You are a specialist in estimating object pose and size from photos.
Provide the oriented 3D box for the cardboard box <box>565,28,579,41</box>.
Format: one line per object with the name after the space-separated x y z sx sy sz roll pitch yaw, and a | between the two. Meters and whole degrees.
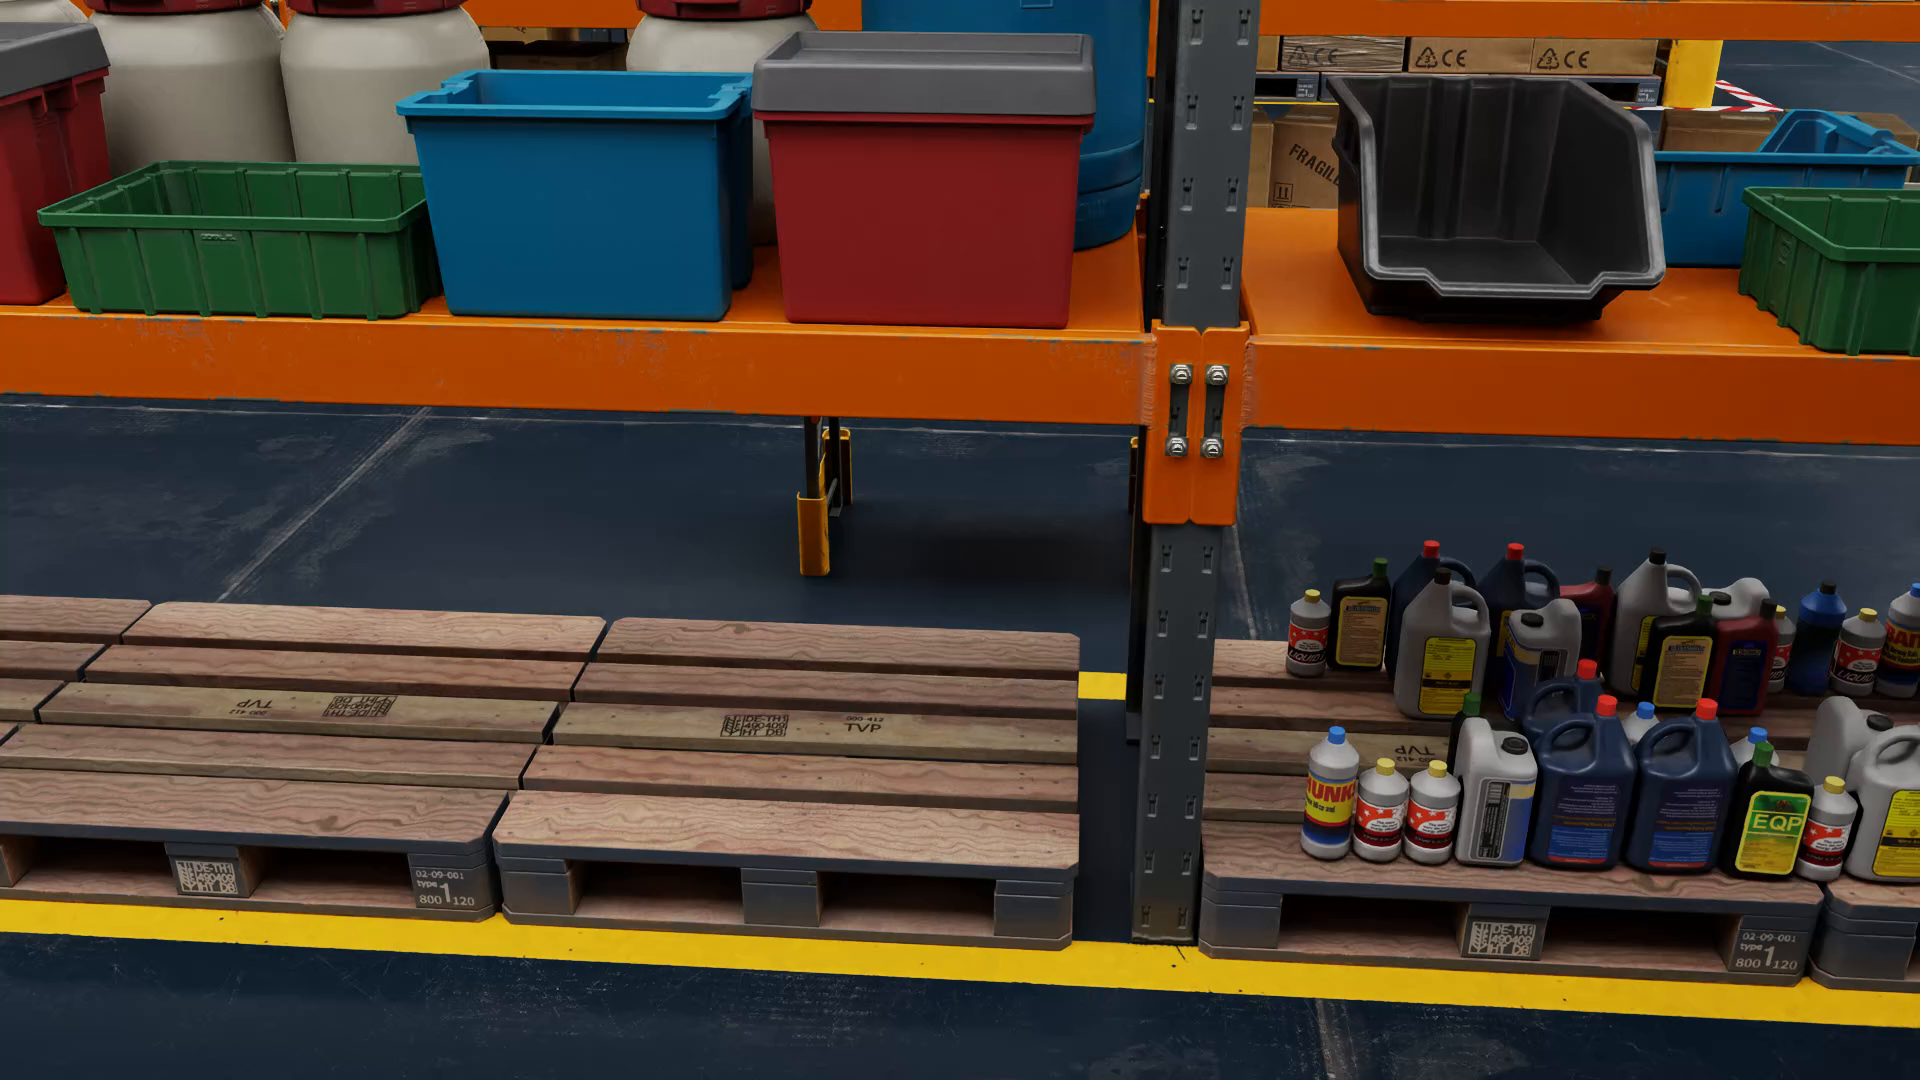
-3.358 -4.177 13.226 0.500 0.500 0.500 1 25 2 | cardboard box

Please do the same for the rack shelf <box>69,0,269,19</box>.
-5.147 -2.666 8.315 4.000 0.370 1.077 2 25 4 | rack shelf

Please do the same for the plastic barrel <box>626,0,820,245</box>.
-0.481 -0.920 3.498 0.433 0.535 0.433 0 25 0 | plastic barrel

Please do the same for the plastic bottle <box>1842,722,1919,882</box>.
1.841 0.486 3.248 0.185 0.351 0.144 2 25 4 | plastic bottle

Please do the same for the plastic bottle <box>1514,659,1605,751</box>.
1.240 0.406 3.421 0.185 0.351 0.144 2 25 4 | plastic bottle

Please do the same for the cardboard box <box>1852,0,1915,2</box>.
4.021 -2.476 7.343 0.250 0.149 0.380 2 25 4 | cardboard box

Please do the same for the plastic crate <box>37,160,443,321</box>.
-1.302 -0.578 3.171 0.662 0.188 0.450 2 25 4 | plastic crate

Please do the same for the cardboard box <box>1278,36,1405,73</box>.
2.837 -4.013 12.423 0.875 0.875 0.875 2 25 4 | cardboard box

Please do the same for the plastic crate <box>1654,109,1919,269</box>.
1.581 -0.746 3.461 0.616 0.251 0.499 2 25 4 | plastic crate

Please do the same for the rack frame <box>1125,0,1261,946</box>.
0.456 -0.736 3.261 0.127 3.000 1.000 2 25 4 | rack frame

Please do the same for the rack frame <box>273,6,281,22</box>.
-3.153 -2.928 8.026 0.127 3.000 1.000 2 25 4 | rack frame

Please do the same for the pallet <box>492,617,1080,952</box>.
-0.330 0.522 3.864 1.213 0.211 1.003 2 25 4 | pallet

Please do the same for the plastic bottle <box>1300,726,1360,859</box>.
0.741 0.496 3.320 0.097 0.271 0.097 0 25 0 | plastic bottle

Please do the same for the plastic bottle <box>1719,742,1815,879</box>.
1.579 0.526 3.243 0.133 0.283 0.061 3 25 6 | plastic bottle

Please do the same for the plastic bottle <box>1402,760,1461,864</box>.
0.943 0.535 3.321 0.097 0.201 0.097 0 25 0 | plastic bottle

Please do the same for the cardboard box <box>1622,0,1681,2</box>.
3.020 -2.486 7.364 0.250 0.149 0.380 2 25 4 | cardboard box

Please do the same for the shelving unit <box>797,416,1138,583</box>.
0.076 -0.679 4.931 1.083 1.500 0.587 2 25 4 | shelving unit

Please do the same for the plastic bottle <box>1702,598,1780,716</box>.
1.788 0.266 3.806 0.133 0.283 0.061 2 25 4 | plastic bottle

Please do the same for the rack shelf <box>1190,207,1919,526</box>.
2.450 -0.345 3.272 4.000 0.370 1.077 2 25 4 | rack shelf

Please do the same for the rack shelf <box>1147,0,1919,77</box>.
2.830 -2.410 7.759 4.000 0.370 1.077 2 25 4 | rack shelf

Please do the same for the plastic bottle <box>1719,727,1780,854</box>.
1.567 0.497 3.318 0.097 0.271 0.097 0 25 0 | plastic bottle

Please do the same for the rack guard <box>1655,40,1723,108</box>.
5.328 -3.600 12.476 0.348 0.500 1.175 2 25 4 | rack guard

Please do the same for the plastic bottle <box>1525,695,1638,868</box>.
1.229 0.466 3.291 0.185 0.351 0.144 3 25 5 | plastic bottle

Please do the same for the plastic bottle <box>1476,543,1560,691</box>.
1.312 0.174 3.926 0.185 0.351 0.144 1 25 1 | plastic bottle

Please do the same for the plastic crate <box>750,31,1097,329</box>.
-0.050 -0.653 3.004 0.583 0.464 0.402 2 25 4 | plastic crate

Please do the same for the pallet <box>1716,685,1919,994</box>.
2.342 0.608 3.677 1.213 0.211 1.003 2 25 4 | pallet

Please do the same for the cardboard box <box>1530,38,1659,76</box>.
4.623 -3.956 12.299 0.875 0.875 0.875 2 25 4 | cardboard box

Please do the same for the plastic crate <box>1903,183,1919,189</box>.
2.095 -0.670 3.433 0.437 0.136 0.530 2 25 4 | plastic crate

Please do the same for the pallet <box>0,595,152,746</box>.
-2.762 0.444 4.033 1.213 0.211 1.003 2 25 4 | pallet

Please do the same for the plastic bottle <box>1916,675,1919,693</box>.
2.319 0.233 3.894 0.097 0.271 0.097 0 25 0 | plastic bottle

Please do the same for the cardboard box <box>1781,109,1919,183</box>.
4.202 -1.755 7.963 0.500 0.500 0.500 6 25 14 | cardboard box

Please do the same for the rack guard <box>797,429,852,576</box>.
-0.421 -0.127 5.227 0.087 0.250 0.587 2 25 4 | rack guard

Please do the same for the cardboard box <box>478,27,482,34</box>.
-3.866 -3.978 12.794 0.500 0.500 0.500 3 25 6 | cardboard box

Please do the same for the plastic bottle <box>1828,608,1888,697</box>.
2.120 0.258 3.922 0.097 0.201 0.097 0 25 0 | plastic bottle

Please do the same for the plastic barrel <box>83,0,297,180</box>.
-1.644 -0.957 3.579 0.433 0.535 0.433 0 25 0 | plastic barrel

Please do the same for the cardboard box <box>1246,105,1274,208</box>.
1.231 -1.826 8.118 0.500 0.500 0.500 1 25 2 | cardboard box

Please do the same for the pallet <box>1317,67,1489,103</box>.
3.288 -3.503 12.610 1.213 0.211 1.003 2 25 4 | pallet

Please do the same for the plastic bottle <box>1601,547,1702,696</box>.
1.634 0.184 3.903 0.185 0.351 0.144 2 25 4 | plastic bottle

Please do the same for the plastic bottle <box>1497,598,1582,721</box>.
1.326 0.271 3.806 0.135 0.276 0.152 2 25 4 | plastic bottle

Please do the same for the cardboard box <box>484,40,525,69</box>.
-2.482 -2.324 8.280 0.500 0.250 0.500 3 25 6 | cardboard box

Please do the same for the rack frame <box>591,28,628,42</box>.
-2.672 -4.992 12.511 0.127 3.000 1.000 2 25 4 | rack frame

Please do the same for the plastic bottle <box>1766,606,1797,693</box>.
1.915 0.252 3.936 0.097 0.201 0.097 0 25 0 | plastic bottle

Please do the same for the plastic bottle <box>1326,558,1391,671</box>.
0.961 0.176 4.002 0.133 0.283 0.061 3 25 7 | plastic bottle

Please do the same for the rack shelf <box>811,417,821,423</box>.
0.085 -0.515 5.006 1.000 0.185 0.538 2 25 4 | rack shelf
